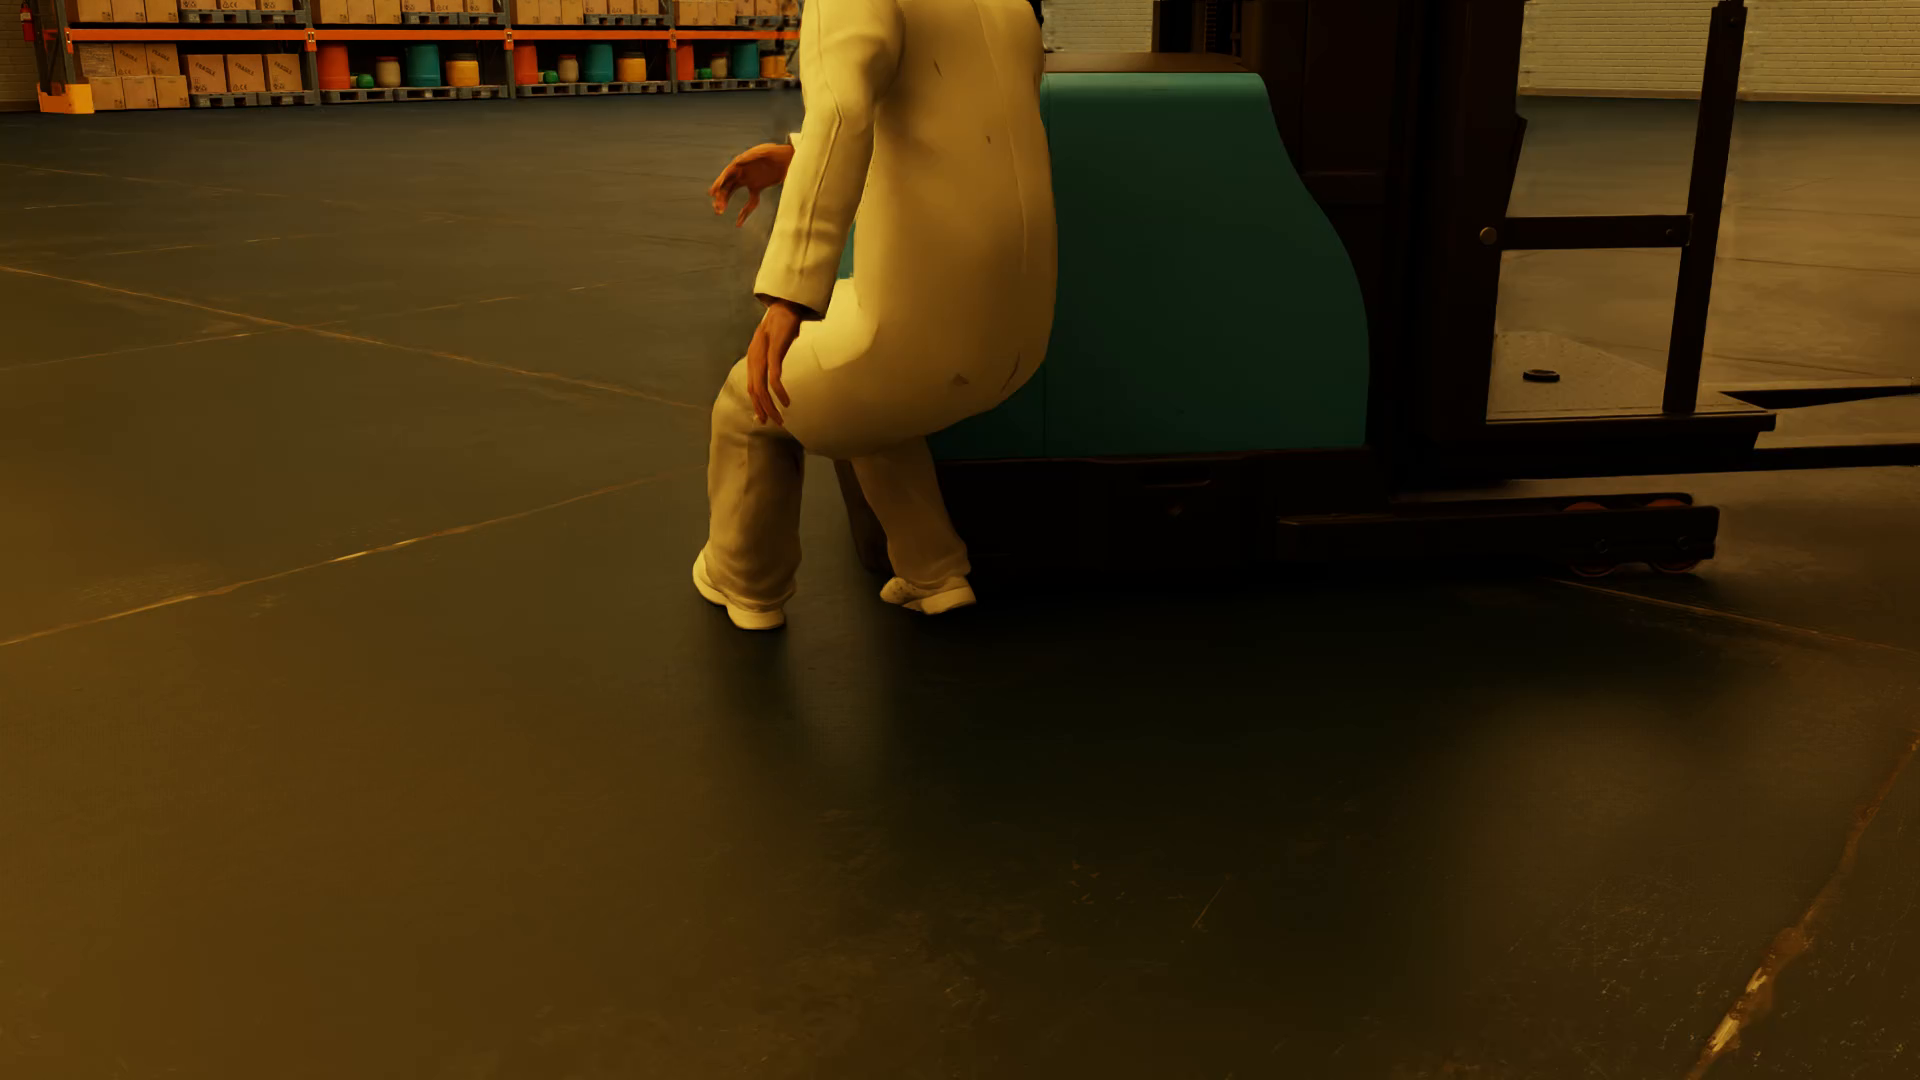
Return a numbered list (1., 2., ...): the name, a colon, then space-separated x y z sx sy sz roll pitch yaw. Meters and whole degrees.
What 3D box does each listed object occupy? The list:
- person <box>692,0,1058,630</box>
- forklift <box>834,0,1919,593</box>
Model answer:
1. person: -0.296 -0.447 2.995 0.962 1.539 0.950 12 21 34
2. forklift: 1.232 -1.469 3.734 3.031 2.935 1.130 -2 17 -8
